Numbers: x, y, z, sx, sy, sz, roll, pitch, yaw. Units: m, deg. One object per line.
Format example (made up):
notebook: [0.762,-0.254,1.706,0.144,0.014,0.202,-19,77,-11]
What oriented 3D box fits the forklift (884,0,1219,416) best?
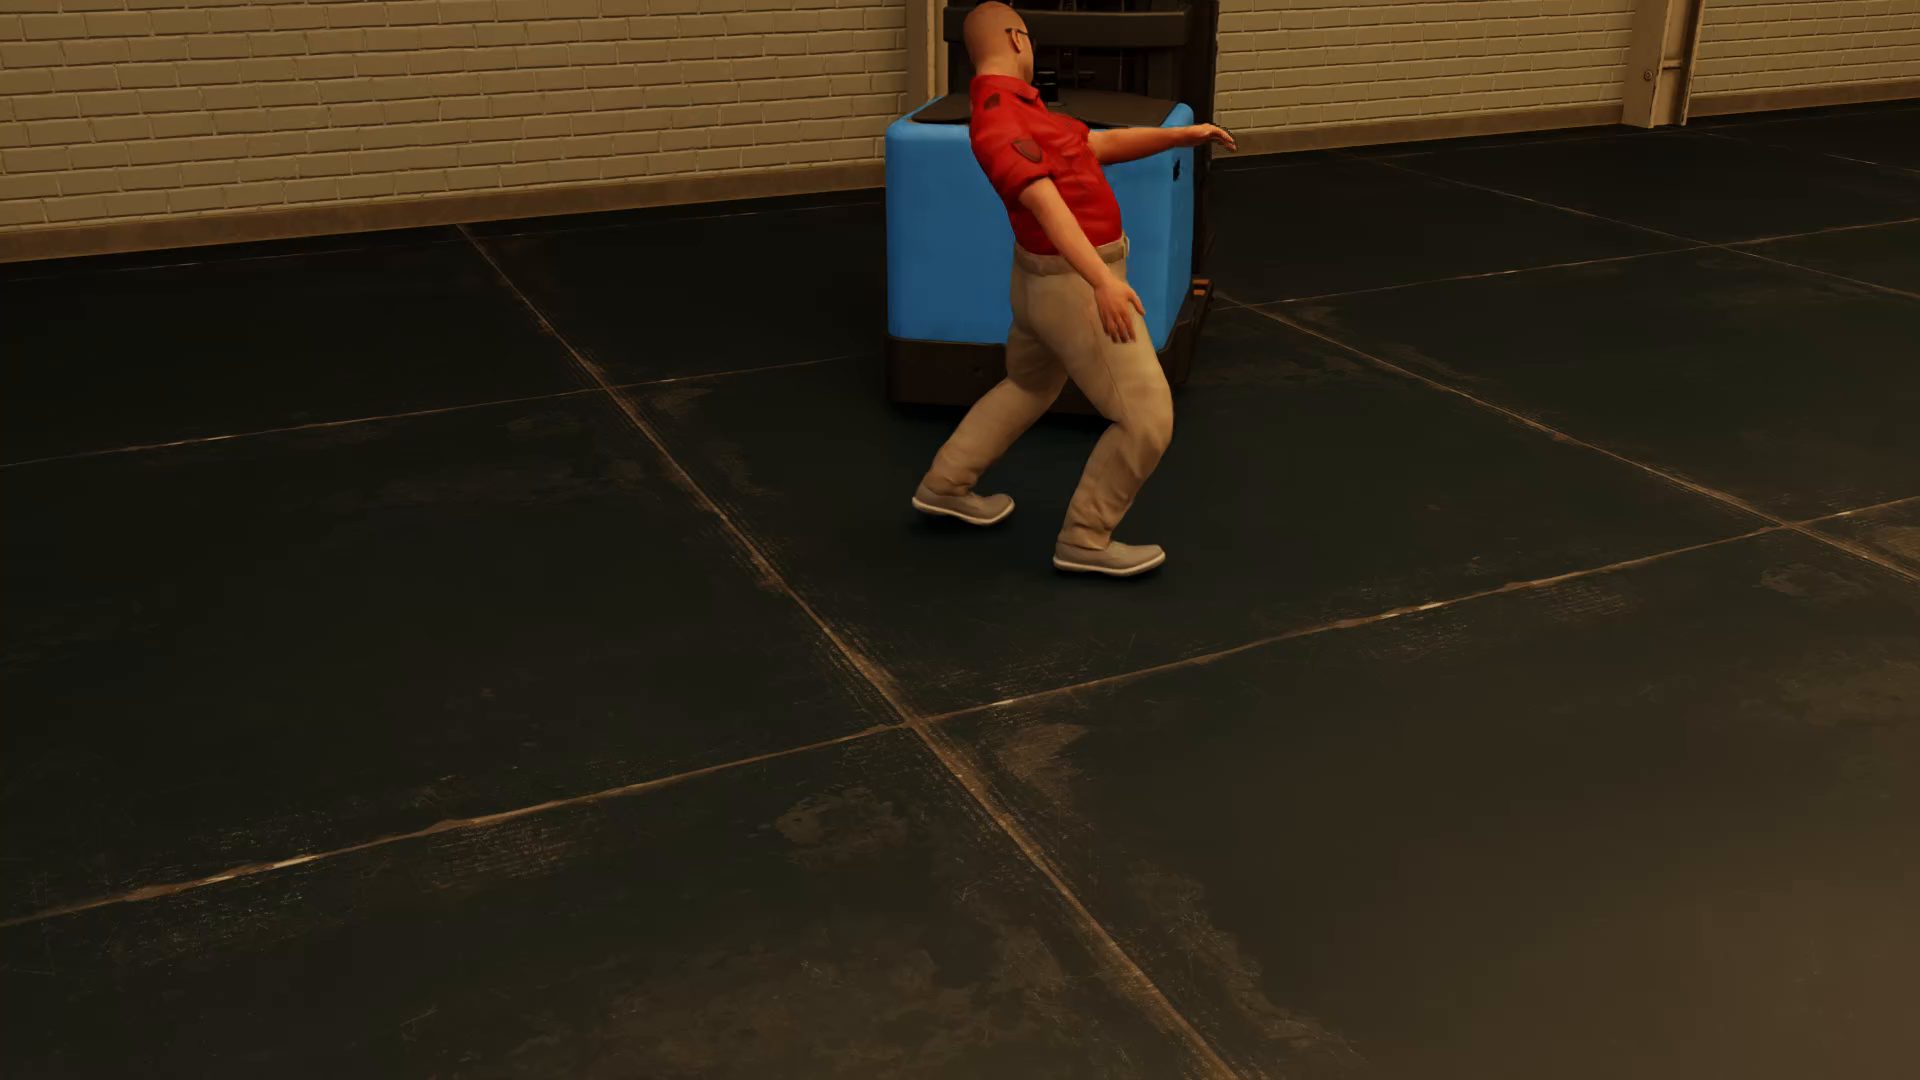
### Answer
forklift: [0.544,-2.325,6.884,1.130,2.935,3.031,5,23,12]

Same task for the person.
person: [0.349,-0.686,4.688,0.866,1.560,0.854,-5,23,-12]
